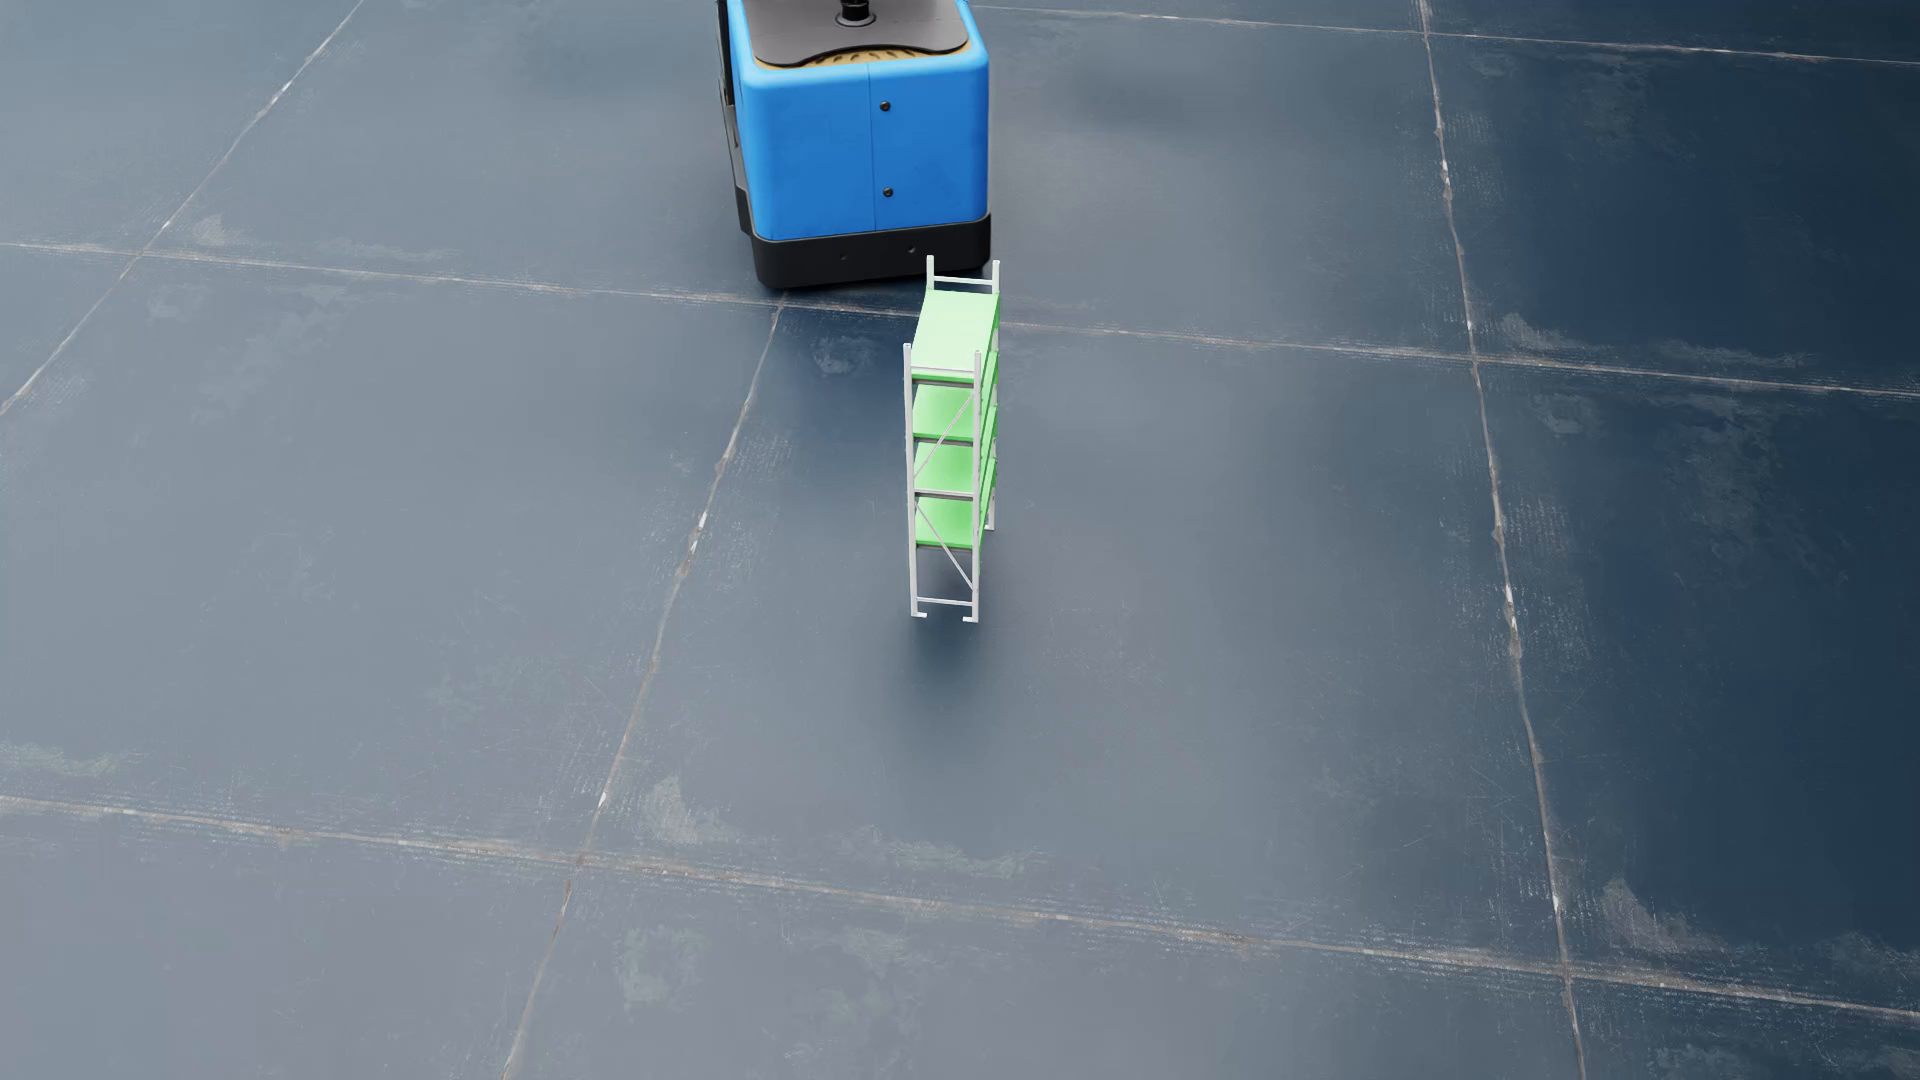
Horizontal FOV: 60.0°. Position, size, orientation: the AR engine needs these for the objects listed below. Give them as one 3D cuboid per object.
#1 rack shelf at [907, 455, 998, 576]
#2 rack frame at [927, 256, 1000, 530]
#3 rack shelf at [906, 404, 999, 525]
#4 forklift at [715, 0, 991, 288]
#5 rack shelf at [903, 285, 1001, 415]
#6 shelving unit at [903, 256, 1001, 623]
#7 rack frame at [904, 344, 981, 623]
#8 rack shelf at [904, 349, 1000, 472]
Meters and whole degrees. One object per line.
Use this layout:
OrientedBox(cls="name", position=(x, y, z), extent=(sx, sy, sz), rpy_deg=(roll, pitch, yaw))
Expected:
OrientedBox(cls="rack shelf", position=(-0.022, -0.102, 5.927), extent=(0.258, 0.148, 0.480), rpy_deg=(5, 44, 6))
OrientedBox(cls="rack frame", position=(0.010, -0.489, 5.894), extent=(0.240, 1.200, 0.015), rpy_deg=(5, 44, 6))
OrientedBox(cls="rack shelf", position=(-0.022, -0.276, 5.762), extent=(0.258, 0.148, 0.480), rpy_deg=(5, 44, 6))
OrientedBox(cls="forklift", position=(-0.637, -3.195, 7.493), extent=(1.130, 2.935, 3.031), rpy_deg=(-7, 44, -8))
OrientedBox(cls="rack shelf", position=(-0.022, -0.625, 5.432), extent=(0.258, 0.148, 0.480), rpy_deg=(5, 44, 6))
OrientedBox(cls="shelving unit", position=(-0.022, -0.323, 5.718), extent=(0.258, 1.200, 0.503), rpy_deg=(5, 44, 6))
OrientedBox(cls="rack frame", position=(-0.054, -0.157, 5.543), extent=(0.240, 1.200, 0.015), rpy_deg=(5, 44, 6))
OrientedBox(cls="rack shelf", position=(-0.022, -0.451, 5.597), extent=(0.258, 0.148, 0.480), rpy_deg=(5, 44, 6))
